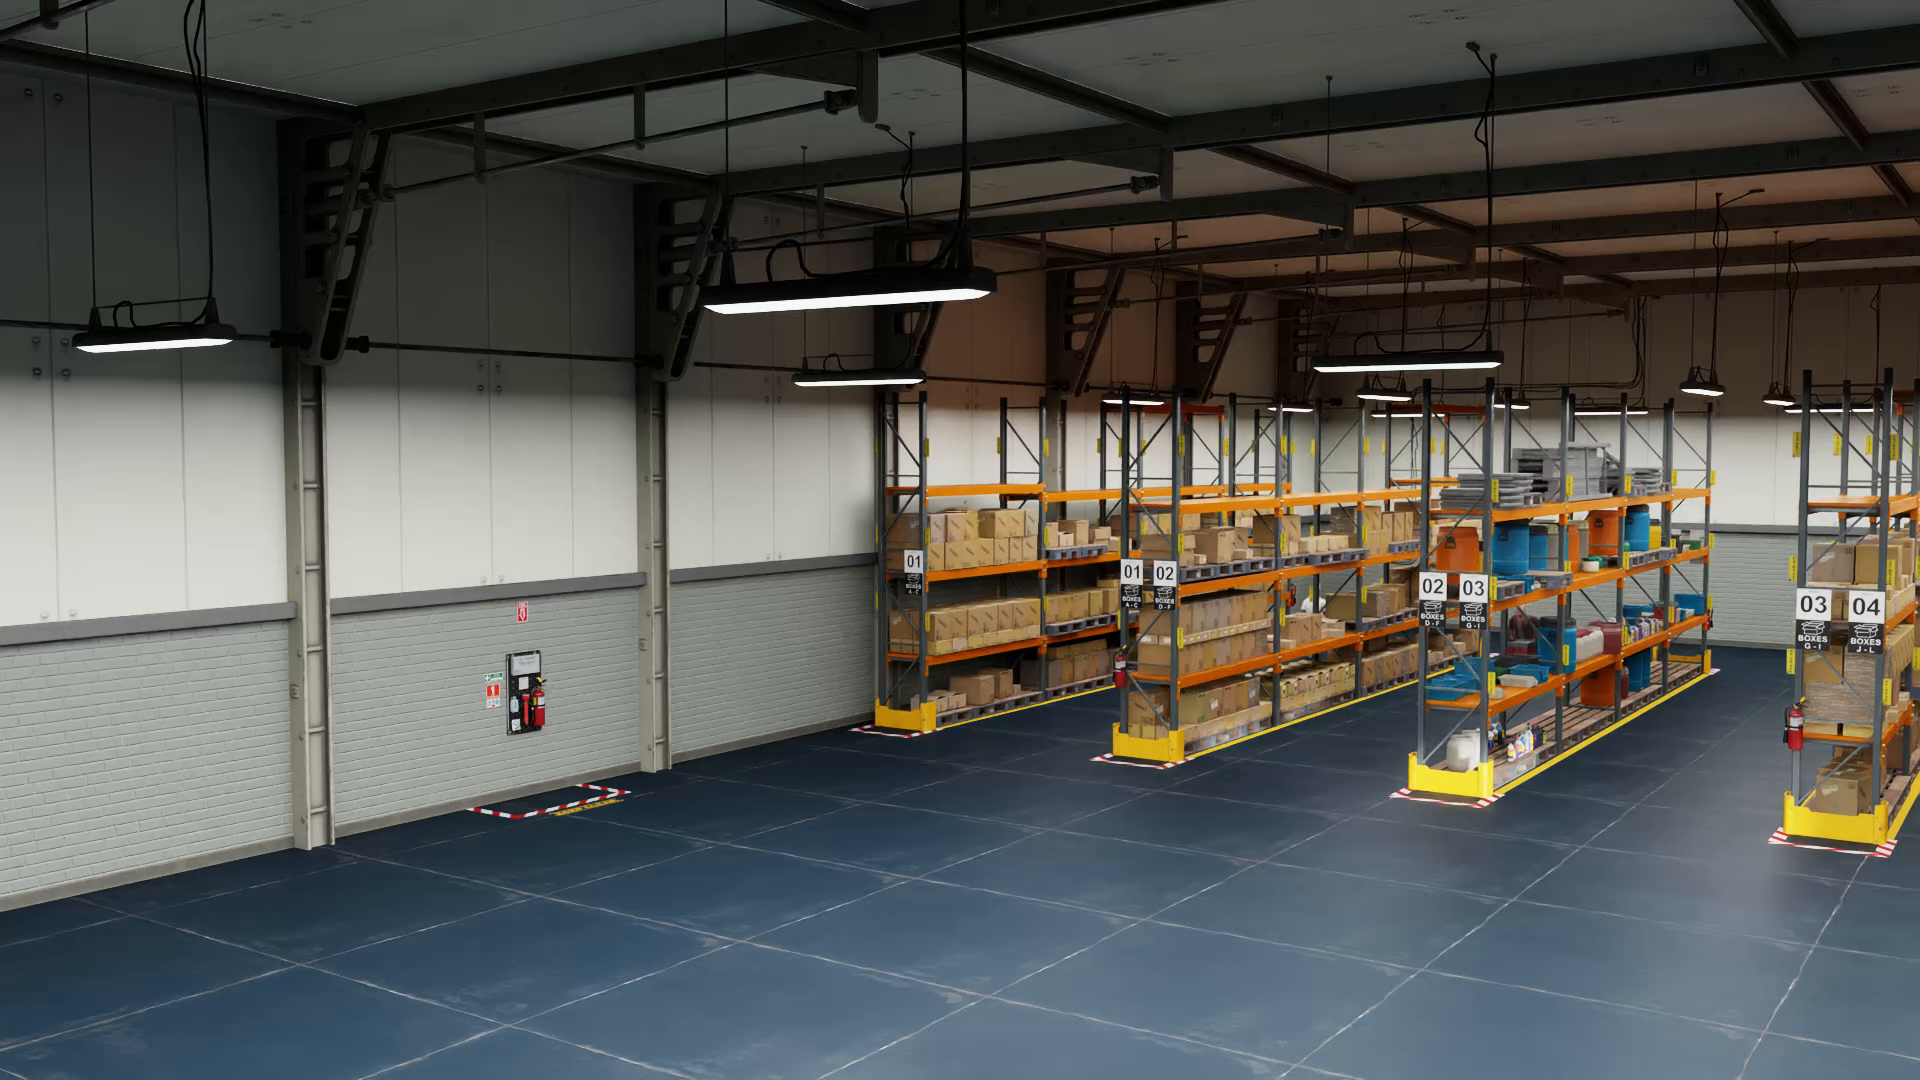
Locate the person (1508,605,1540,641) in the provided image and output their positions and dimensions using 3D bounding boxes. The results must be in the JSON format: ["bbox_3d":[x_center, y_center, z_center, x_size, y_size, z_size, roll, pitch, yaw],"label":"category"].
[{"bbox_3d":[12.073,2.199,35.514,0.751,1.684,0.652,3,4,42],"label":"person"}]

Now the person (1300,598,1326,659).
[{"bbox_3d":[8.375,1.952,39.447,0.632,1.714,1.093,2,4,32],"label":"person"}]
